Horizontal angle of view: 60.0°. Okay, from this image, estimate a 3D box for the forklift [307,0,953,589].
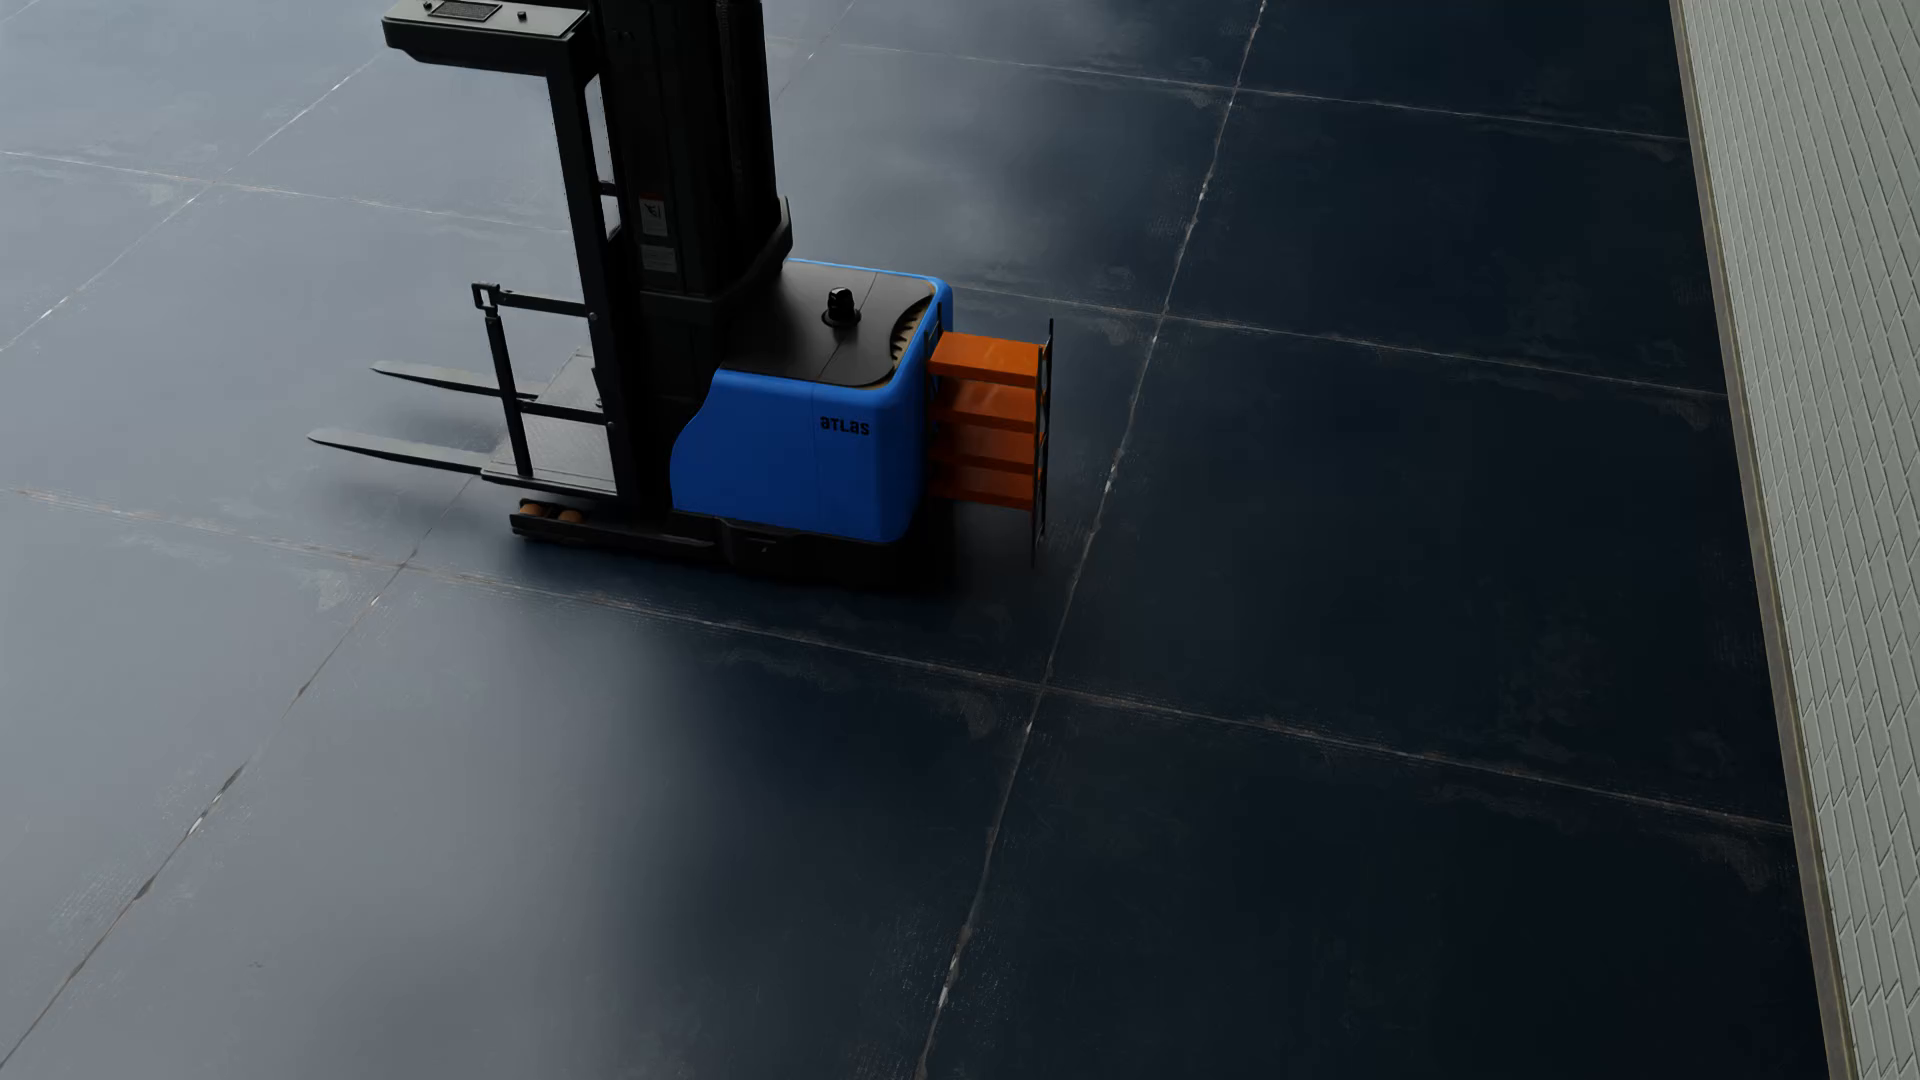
[{"bbox_3d":[-1.593,-1.413,7.154,3.031,2.935,1.130,9,41,11],"label":"forklift"}]

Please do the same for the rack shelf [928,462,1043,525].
[{"bbox_3d":[0.122,-0.239,7.515,0.480,0.148,0.258,9,41,11],"label":"rack shelf"}]

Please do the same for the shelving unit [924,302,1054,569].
[{"bbox_3d":[0.122,-0.442,7.344,0.503,1.200,0.258,9,41,11],"label":"shelving unit"}]

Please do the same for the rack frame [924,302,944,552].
[{"bbox_3d":[-0.115,-0.481,7.390,0.015,1.200,0.240,9,41,11],"label":"rack frame"}]

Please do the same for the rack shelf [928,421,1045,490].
[{"bbox_3d":[0.122,-0.391,7.387,0.480,0.148,0.258,9,41,11],"label":"rack shelf"}]

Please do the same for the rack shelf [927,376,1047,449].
[{"bbox_3d":[0.122,-0.562,7.243,0.480,0.148,0.258,9,41,11],"label":"rack shelf"}]

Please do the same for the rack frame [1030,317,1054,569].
[{"bbox_3d":[0.358,-0.403,7.297,0.015,1.200,0.240,9,41,11],"label":"rack frame"}]

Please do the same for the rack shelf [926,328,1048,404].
[{"bbox_3d":[0.122,-0.743,7.091,0.480,0.148,0.258,9,41,11],"label":"rack shelf"}]
